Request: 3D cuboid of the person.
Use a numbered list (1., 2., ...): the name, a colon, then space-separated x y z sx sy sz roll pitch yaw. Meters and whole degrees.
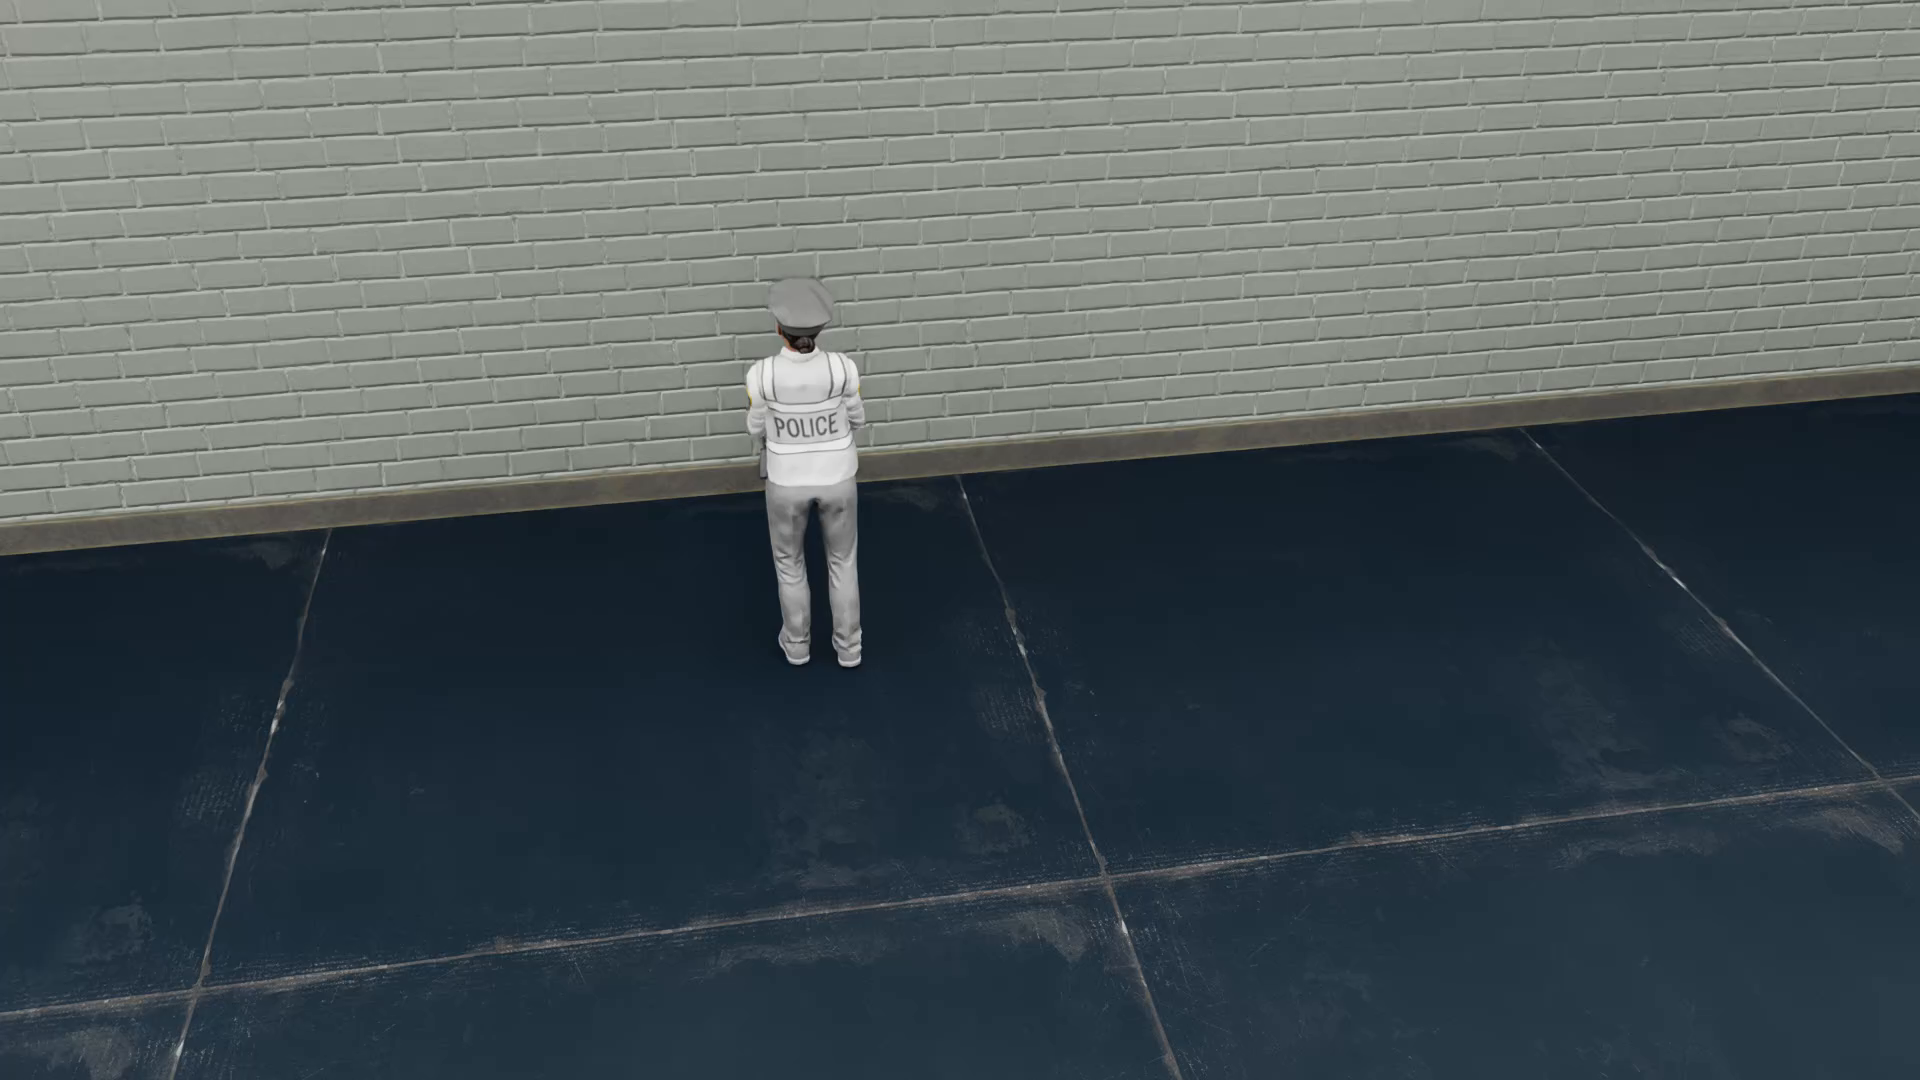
1. person: -0.597 -0.271 6.564 0.458 1.689 0.543 -5 31 -8
